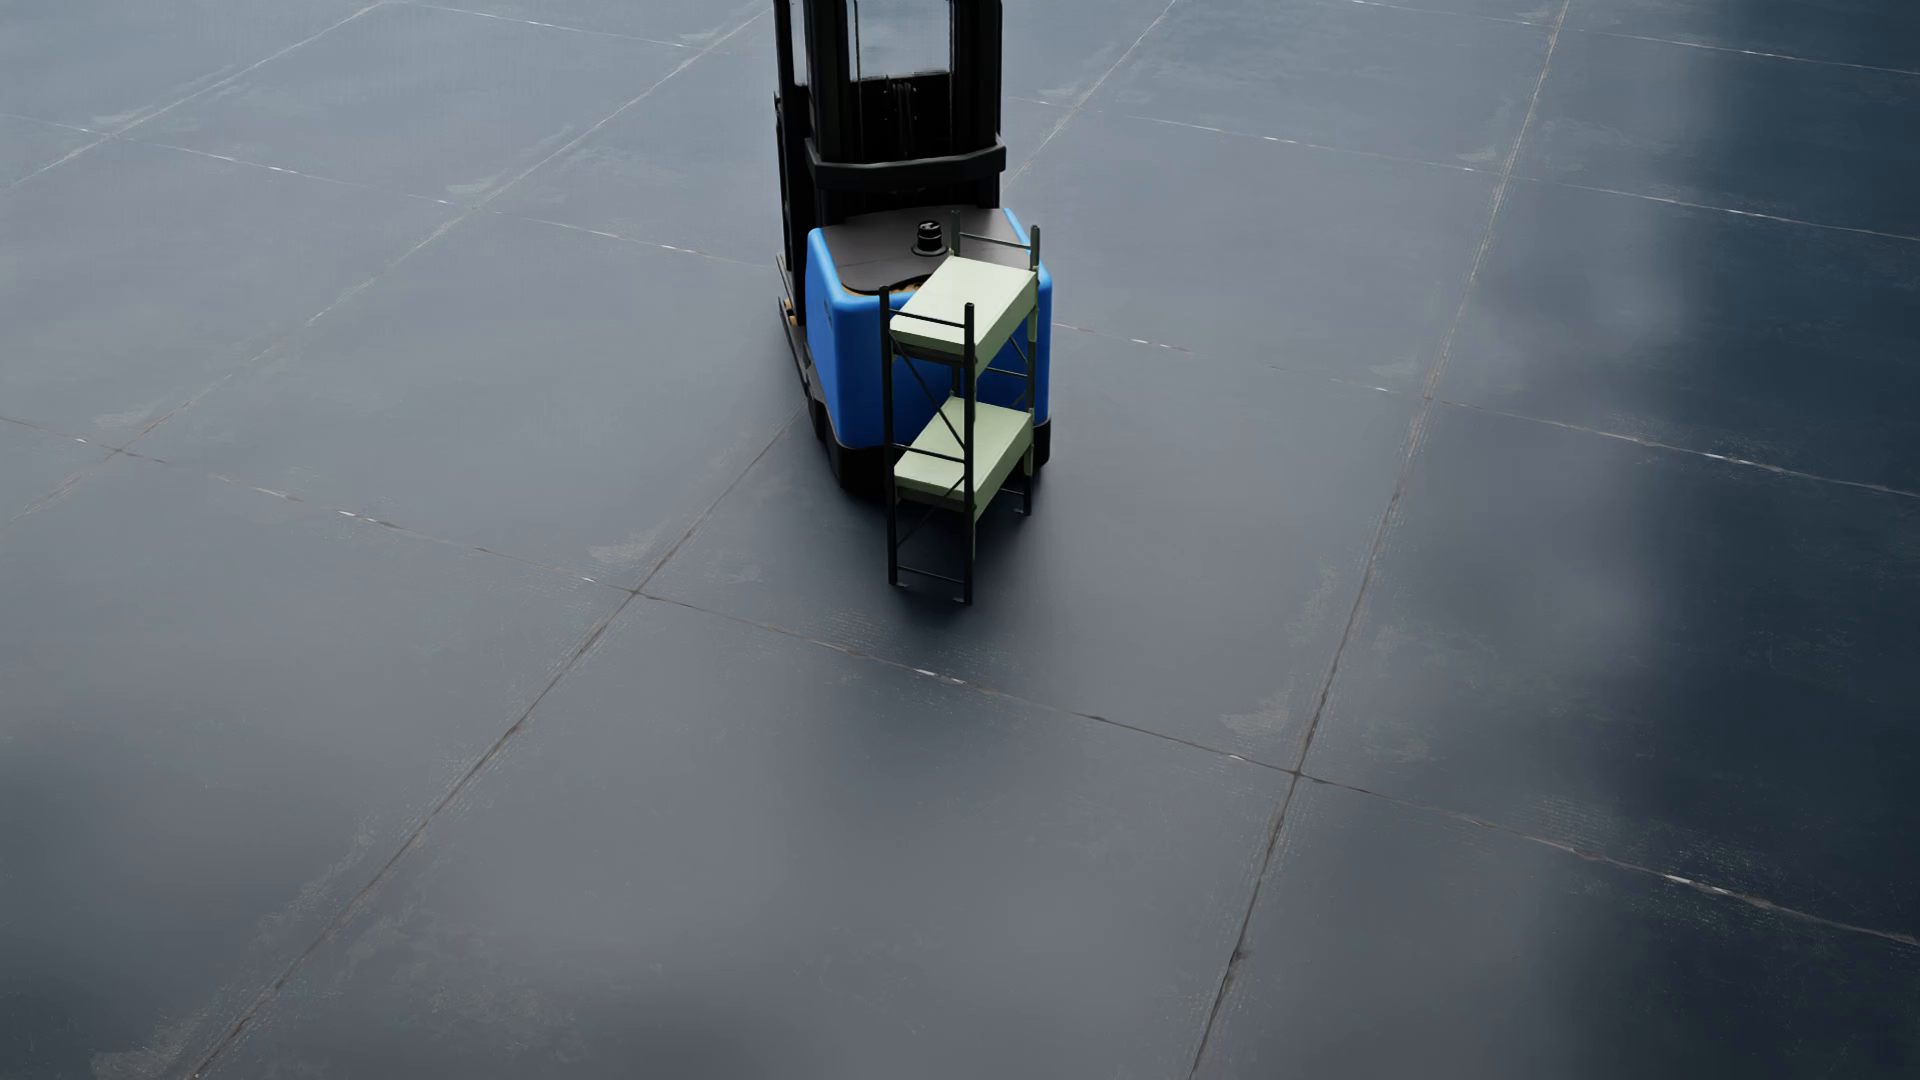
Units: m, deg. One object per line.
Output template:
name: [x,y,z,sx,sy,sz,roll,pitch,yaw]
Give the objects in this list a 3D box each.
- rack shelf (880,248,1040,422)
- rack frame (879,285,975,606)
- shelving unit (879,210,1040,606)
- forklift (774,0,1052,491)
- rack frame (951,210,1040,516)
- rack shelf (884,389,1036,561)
rack shelf: [0.009,-0.875,7.016,0.431,0.370,0.720,14,39,18]
rack frame: [-0.132,-0.360,6.979,0.400,1.500,0.023,14,39,18]
shelving unit: [0.009,-0.563,7.250,0.431,1.500,0.755,14,39,18]
forklift: [-0.393,-2.290,8.366,1.130,2.935,3.031,-8,38,-10]
rack frame: [0.150,-0.765,7.520,0.400,1.500,0.023,14,39,18]
rack shelf: [0.009,-0.301,7.445,0.431,0.370,0.720,14,39,18]
